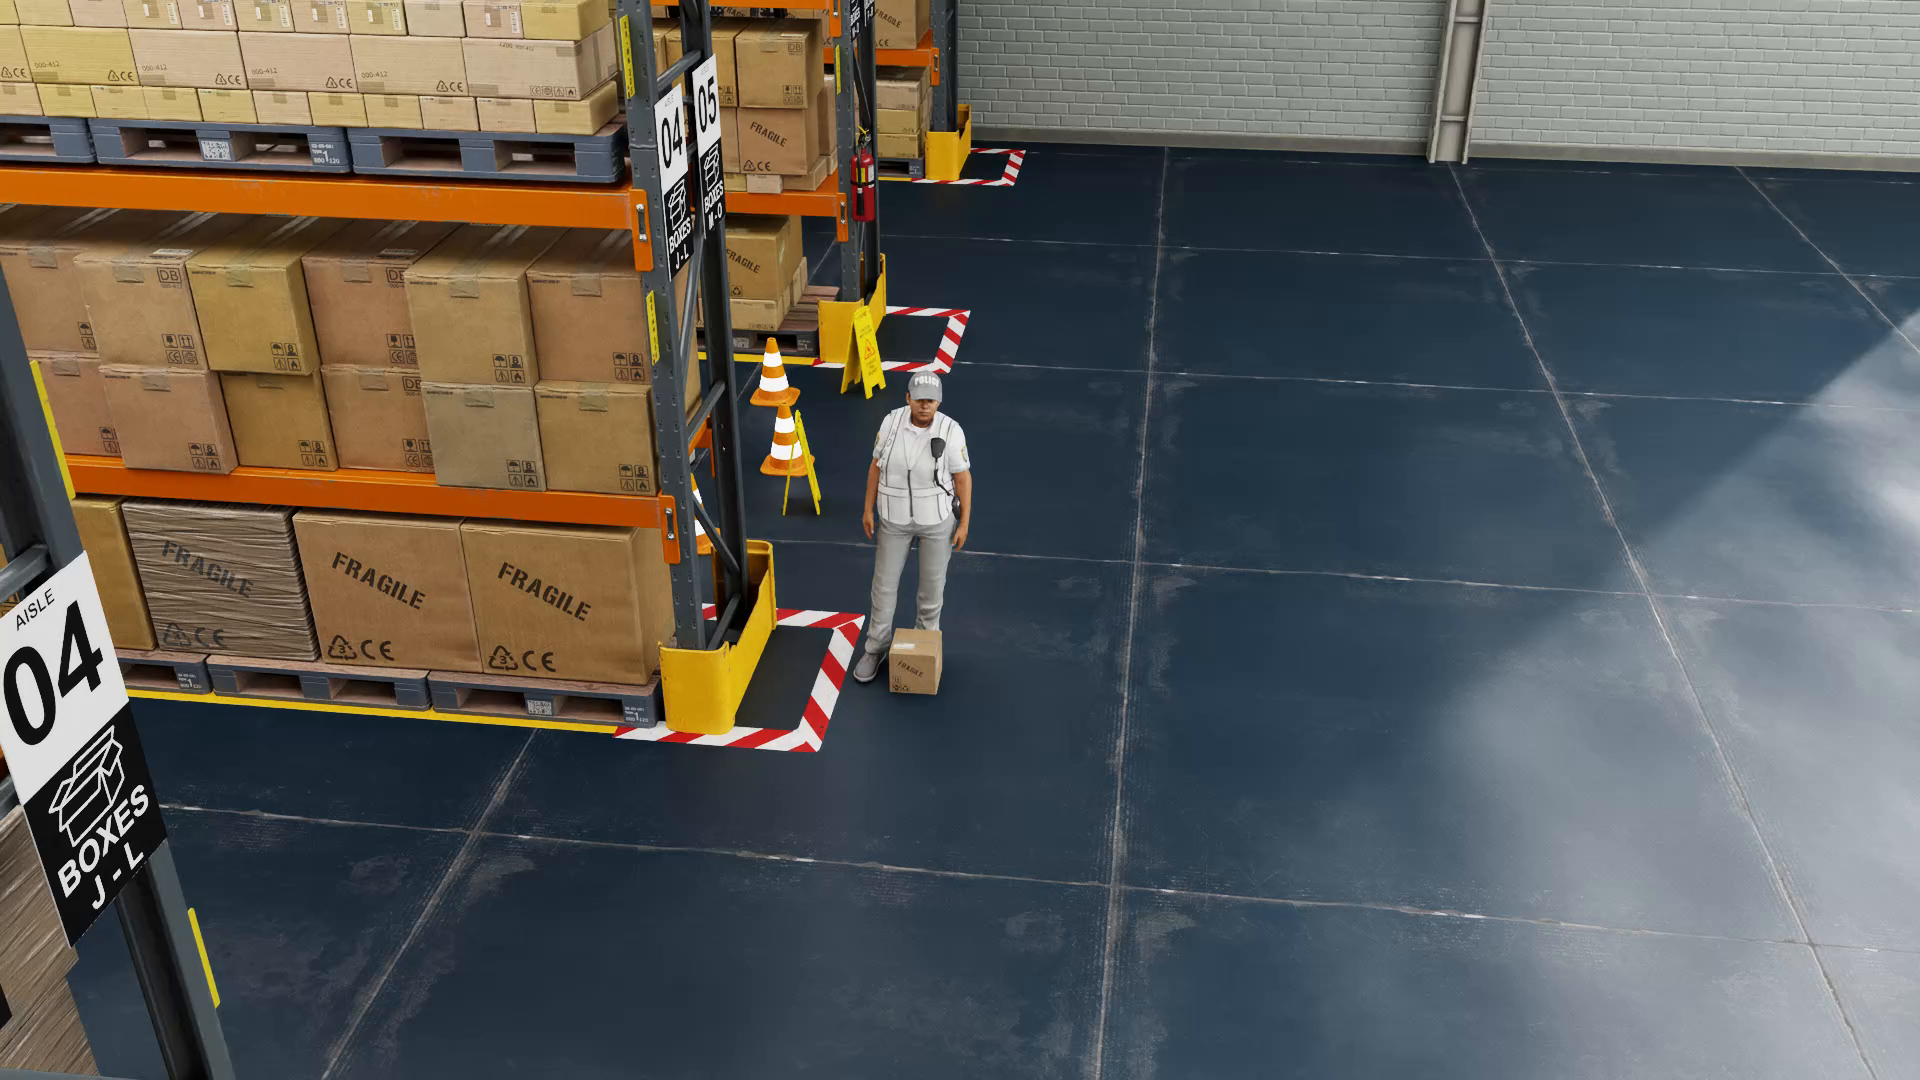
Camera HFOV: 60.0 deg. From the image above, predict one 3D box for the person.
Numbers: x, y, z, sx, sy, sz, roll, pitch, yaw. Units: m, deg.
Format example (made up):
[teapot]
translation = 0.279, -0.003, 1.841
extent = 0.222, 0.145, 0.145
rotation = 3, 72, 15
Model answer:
[person]
translation = -0.253, -0.072, 8.729
extent = 0.597, 1.670, 0.529
rotation = 4, 29, 7
